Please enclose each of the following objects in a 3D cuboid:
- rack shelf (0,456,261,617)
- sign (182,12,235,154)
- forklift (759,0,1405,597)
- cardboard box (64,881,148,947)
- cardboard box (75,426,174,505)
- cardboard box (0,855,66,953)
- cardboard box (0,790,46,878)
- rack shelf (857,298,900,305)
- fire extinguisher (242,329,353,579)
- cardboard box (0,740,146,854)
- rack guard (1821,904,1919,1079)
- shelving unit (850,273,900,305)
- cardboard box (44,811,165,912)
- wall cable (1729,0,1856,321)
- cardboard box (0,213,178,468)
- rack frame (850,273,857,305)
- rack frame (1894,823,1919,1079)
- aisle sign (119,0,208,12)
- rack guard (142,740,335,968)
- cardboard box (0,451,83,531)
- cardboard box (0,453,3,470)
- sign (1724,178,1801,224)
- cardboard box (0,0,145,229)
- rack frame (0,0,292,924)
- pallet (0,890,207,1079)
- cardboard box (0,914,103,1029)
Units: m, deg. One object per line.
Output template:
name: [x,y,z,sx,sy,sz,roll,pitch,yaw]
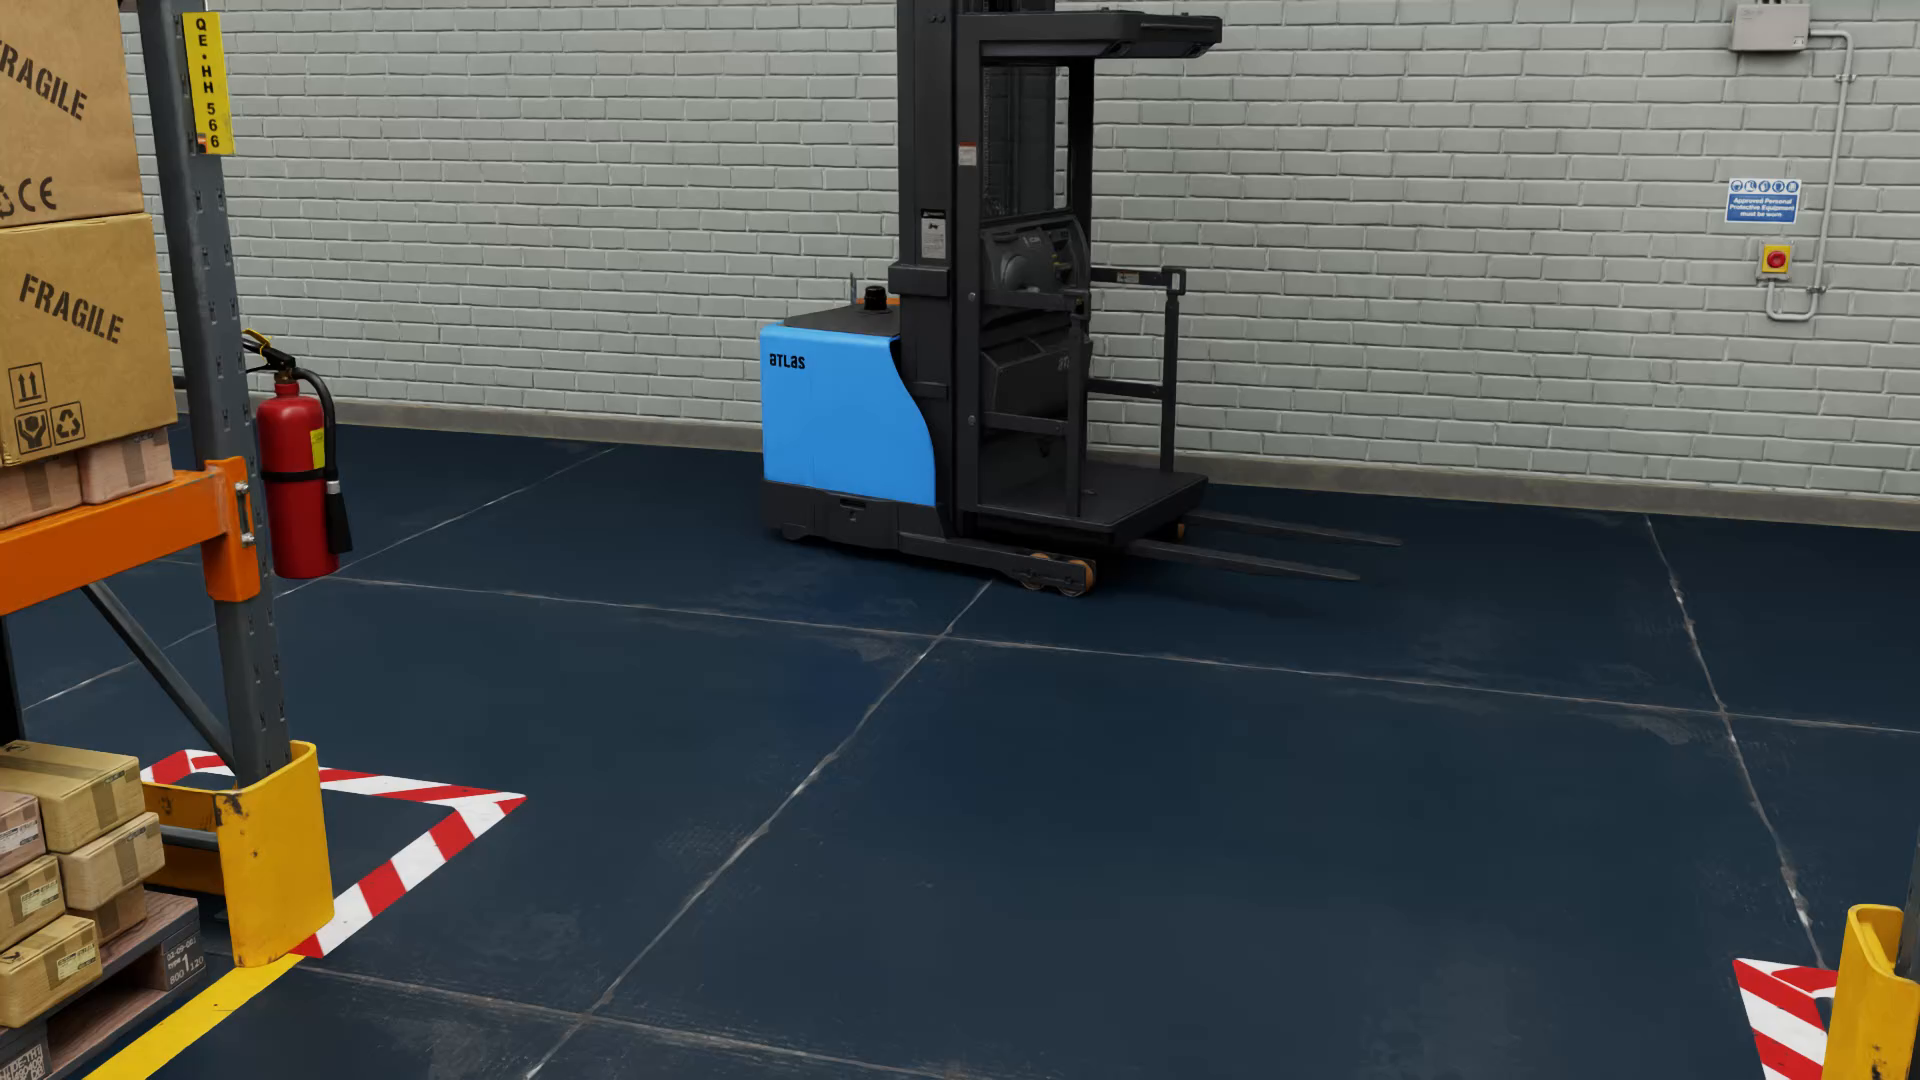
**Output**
rack shelf: [-2.883,0.445,2.583,1.077,0.370,4.000,5,16,16]
sign: [-1.788,-1.086,3.959,0.100,0.325,0.005,5,16,16]
forklift: [0.533,-1.321,7.616,3.031,2.935,1.130,9,18,30]
cardboard box: [-2.264,0.899,4.119,0.380,0.149,0.250,5,17,17]
cardboard box: [-2.136,-0.197,3.986,0.380,0.149,0.250,5,16,16]
cardboard box: [-2.317,0.826,3.830,0.380,0.149,0.250,4,16,15]
cardboard box: [-2.348,0.678,3.807,0.380,0.149,0.250,5,17,17]
rack shelf: [-0.333,-1.236,9.047,0.480,0.148,0.258,-2,16,-8]
fire extinguisher: [-1.800,-0.238,4.498,0.296,0.674,0.183,5,16,16]
cardboard box: [-2.222,0.617,4.023,0.380,0.149,0.250,5,17,17]
rack guard: [2.467,1.129,3.433,1.175,0.500,0.348,5,16,16]
shelving unit: [-0.333,-0.858,9.155,0.503,1.200,0.258,-2,16,-8]
cardboard box: [-2.191,0.762,4.056,0.380,0.149,0.250,4,16,14]
wall cable: [4.040,-2.048,8.134,0.585,1.953,0.123,5,16,16]
cardboard box: [-2.195,-0.478,3.791,0.500,0.500,0.500,5,17,17]
rack frame: [-0.575,-0.849,9.123,0.015,1.200,0.240,-2,16,-8]
rack frame: [2.463,-0.067,3.069,0.949,2.616,0.053,5,16,16]
aisle sign: [-2.006,-1.671,3.961,0.394,0.787,0.004,5,16,16]
rack guard: [-2.336,0.798,4.601,1.175,0.500,0.348,5,16,16]
cardboard box: [-2.243,-0.135,3.767,0.380,0.149,0.250,5,16,16]
cardboard box: [-2.347,-0.344,3.317,0.500,0.500,0.500,4,16,15]
sign: [4.011,-1.694,8.310,0.327,0.218,0.001,5,16,16]
cardboard box: [-2.206,-0.958,3.649,0.500,0.500,0.500,4,16,15]
rack frame: [-2.315,-0.425,4.330,1.000,3.000,0.127,5,16,16]
pallet: [-2.601,1.146,3.901,1.003,0.211,1.213,5,16,16]
cardboard box: [-2.240,0.974,3.854,0.380,0.149,0.250,5,17,18]
